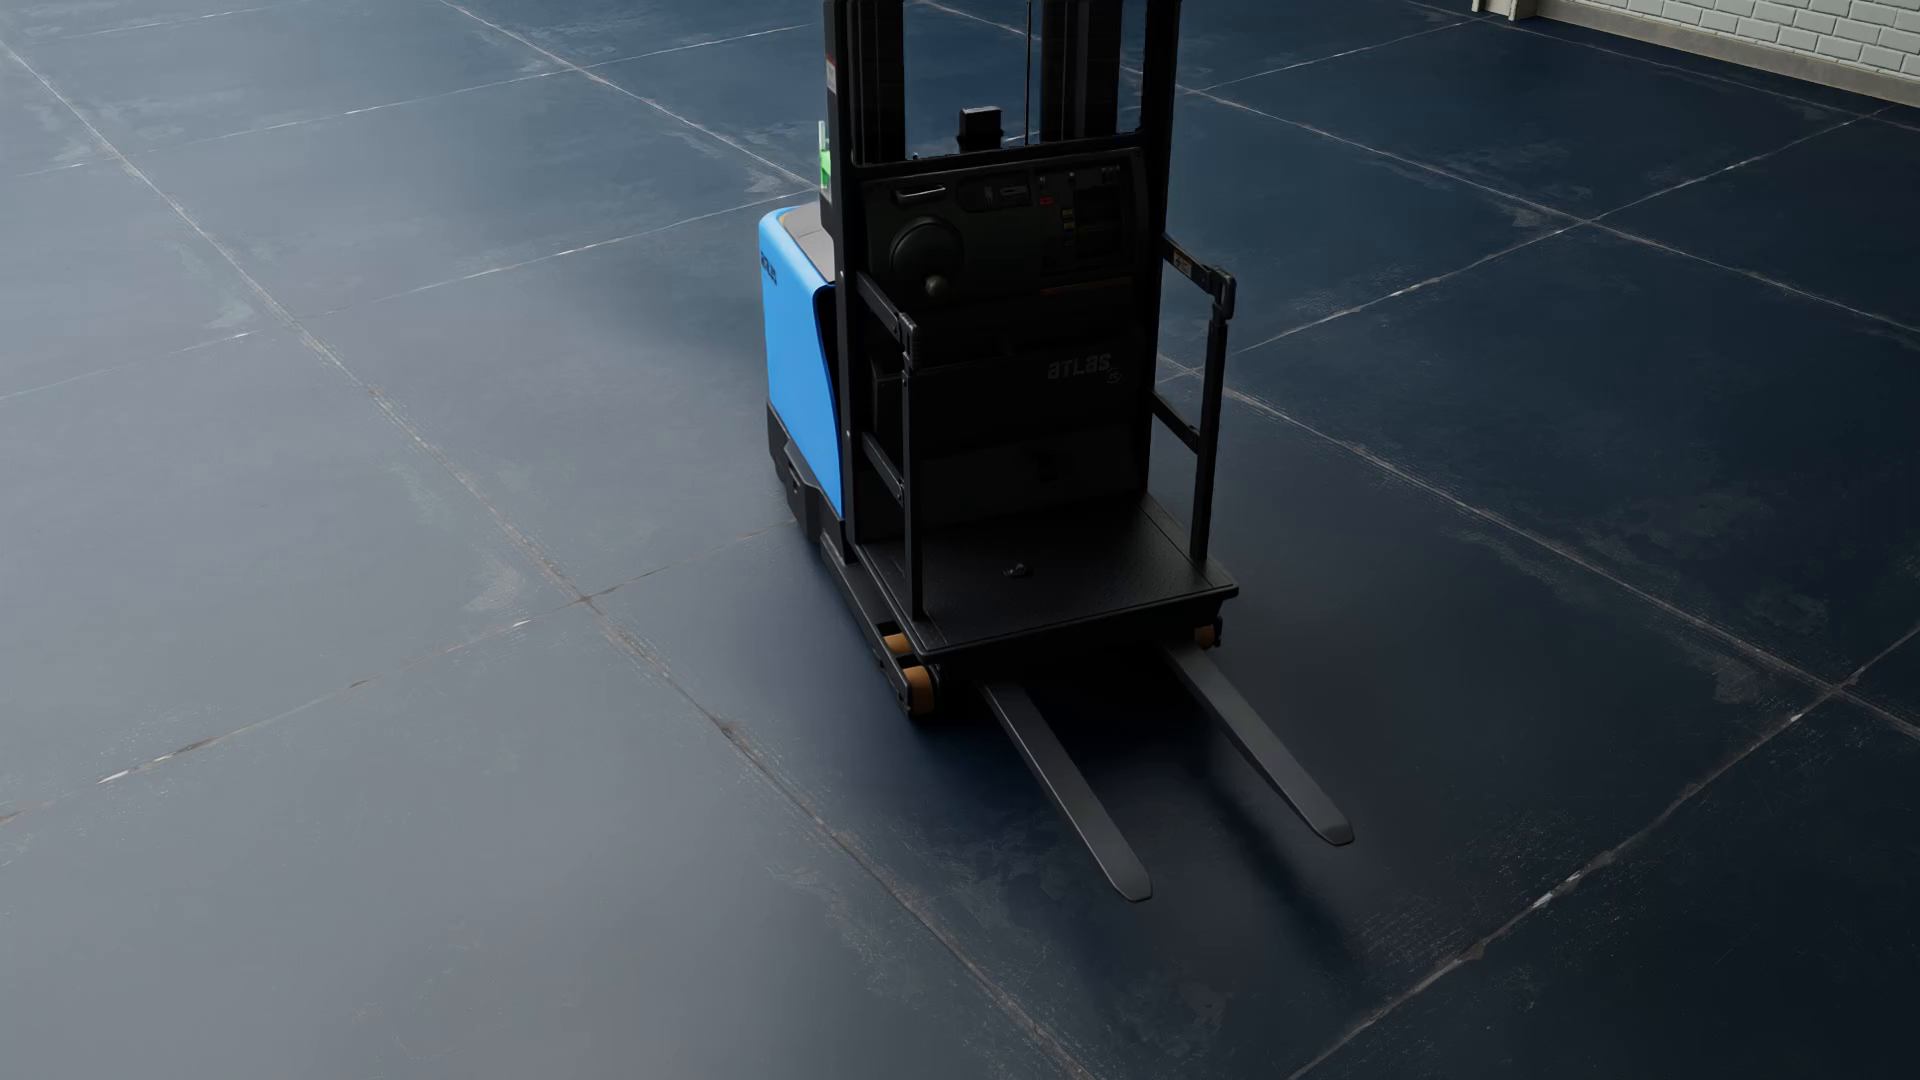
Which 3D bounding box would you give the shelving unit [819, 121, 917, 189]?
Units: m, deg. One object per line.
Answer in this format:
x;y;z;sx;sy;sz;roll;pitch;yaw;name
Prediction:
-0.367;-1.072;6.839;0.258;1.200;0.503;-11;34;-17;shelving unit

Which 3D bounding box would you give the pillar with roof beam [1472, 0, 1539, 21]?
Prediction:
0.786;-6.486;8.163;9.100;9.000;0.400;-22;38;-31;pillar with roof beam

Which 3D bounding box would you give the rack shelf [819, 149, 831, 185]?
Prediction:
-0.367;-1.425;6.619;0.258;0.148;0.480;-11;34;-17;rack shelf

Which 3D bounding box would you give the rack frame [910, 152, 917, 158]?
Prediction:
-0.281;-0.951;6.645;0.240;1.200;0.015;-11;34;-17;rack frame

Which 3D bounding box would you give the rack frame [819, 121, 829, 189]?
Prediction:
-0.453;-1.192;7.033;0.240;1.200;0.015;-11;34;-17;rack frame

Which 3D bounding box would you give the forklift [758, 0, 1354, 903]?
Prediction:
0.227;-0.925;4.962;1.130;2.935;3.031;-11;34;-17;forklift
